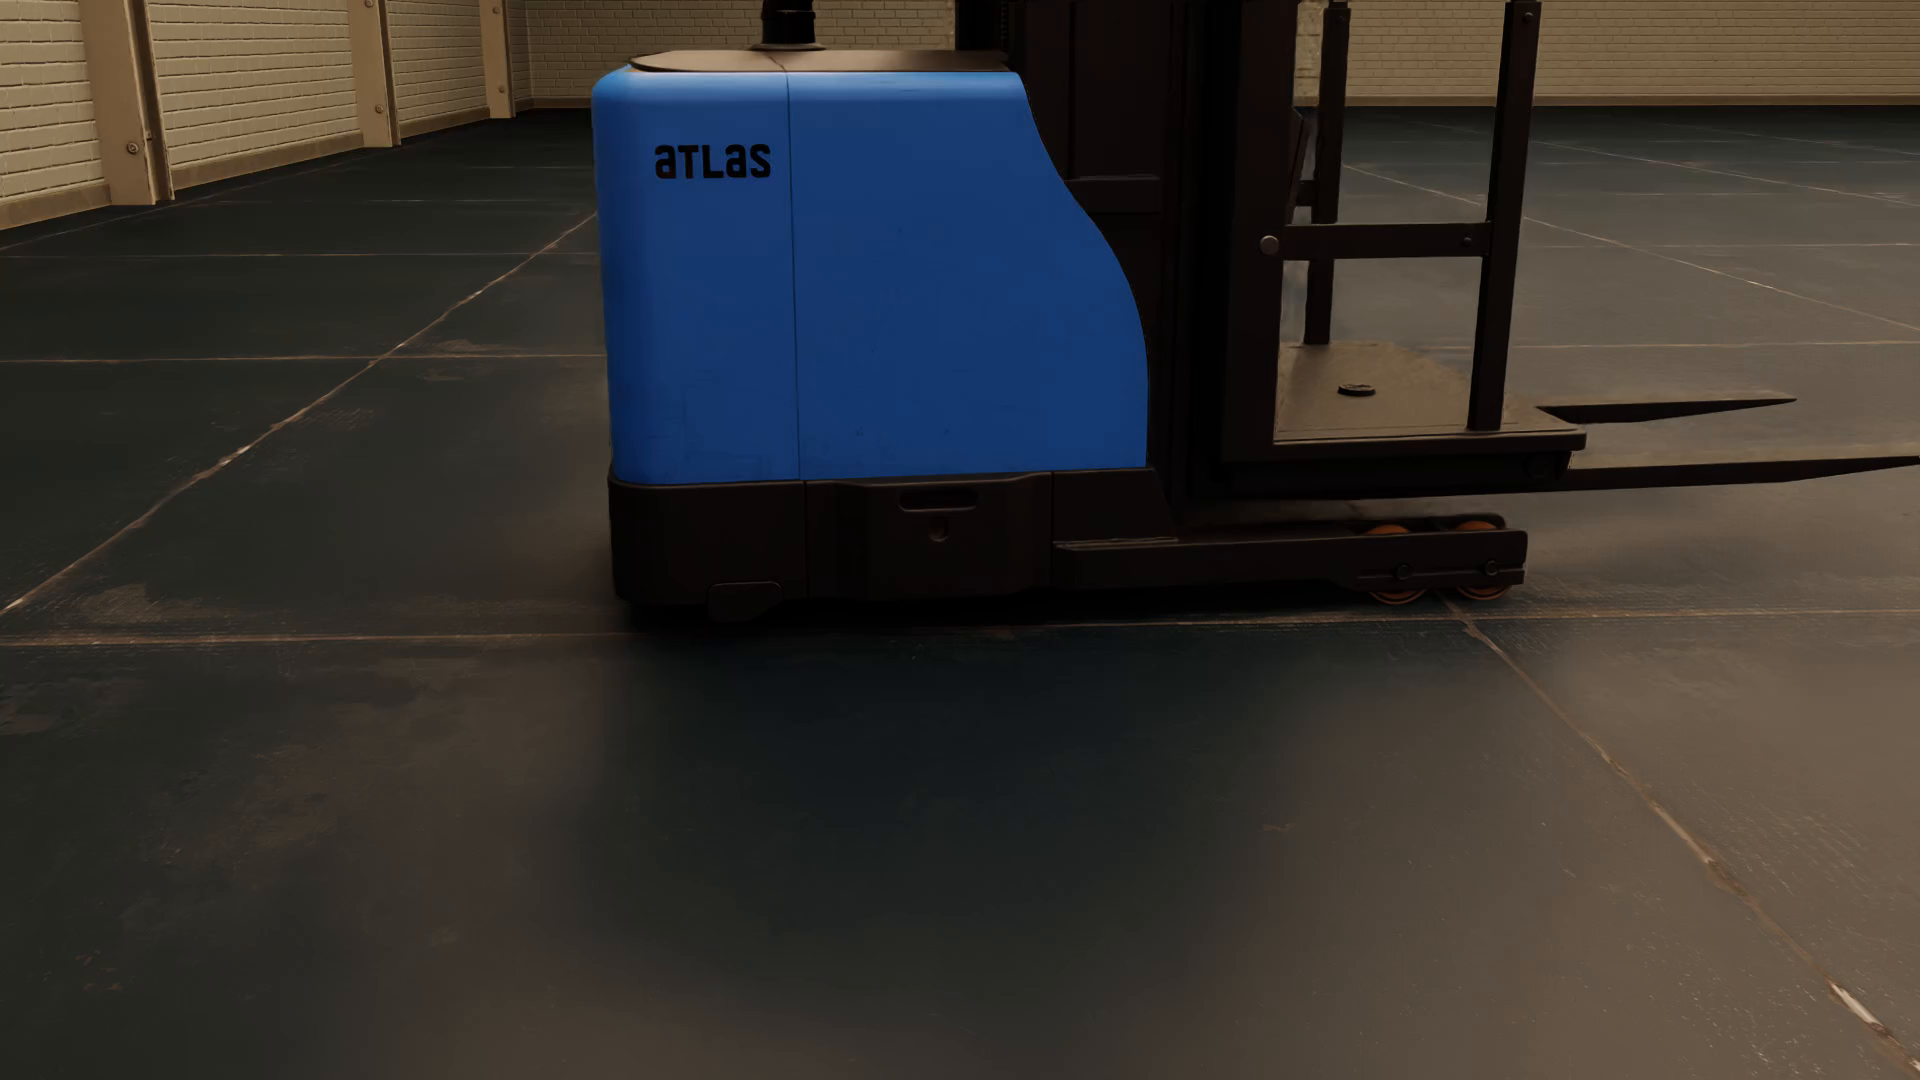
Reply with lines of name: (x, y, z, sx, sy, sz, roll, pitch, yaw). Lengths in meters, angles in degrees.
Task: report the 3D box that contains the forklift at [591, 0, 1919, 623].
forklift: (0.746, -1.416, 3.536, 3.031, 2.935, 1.130, -2, 17, -8)
